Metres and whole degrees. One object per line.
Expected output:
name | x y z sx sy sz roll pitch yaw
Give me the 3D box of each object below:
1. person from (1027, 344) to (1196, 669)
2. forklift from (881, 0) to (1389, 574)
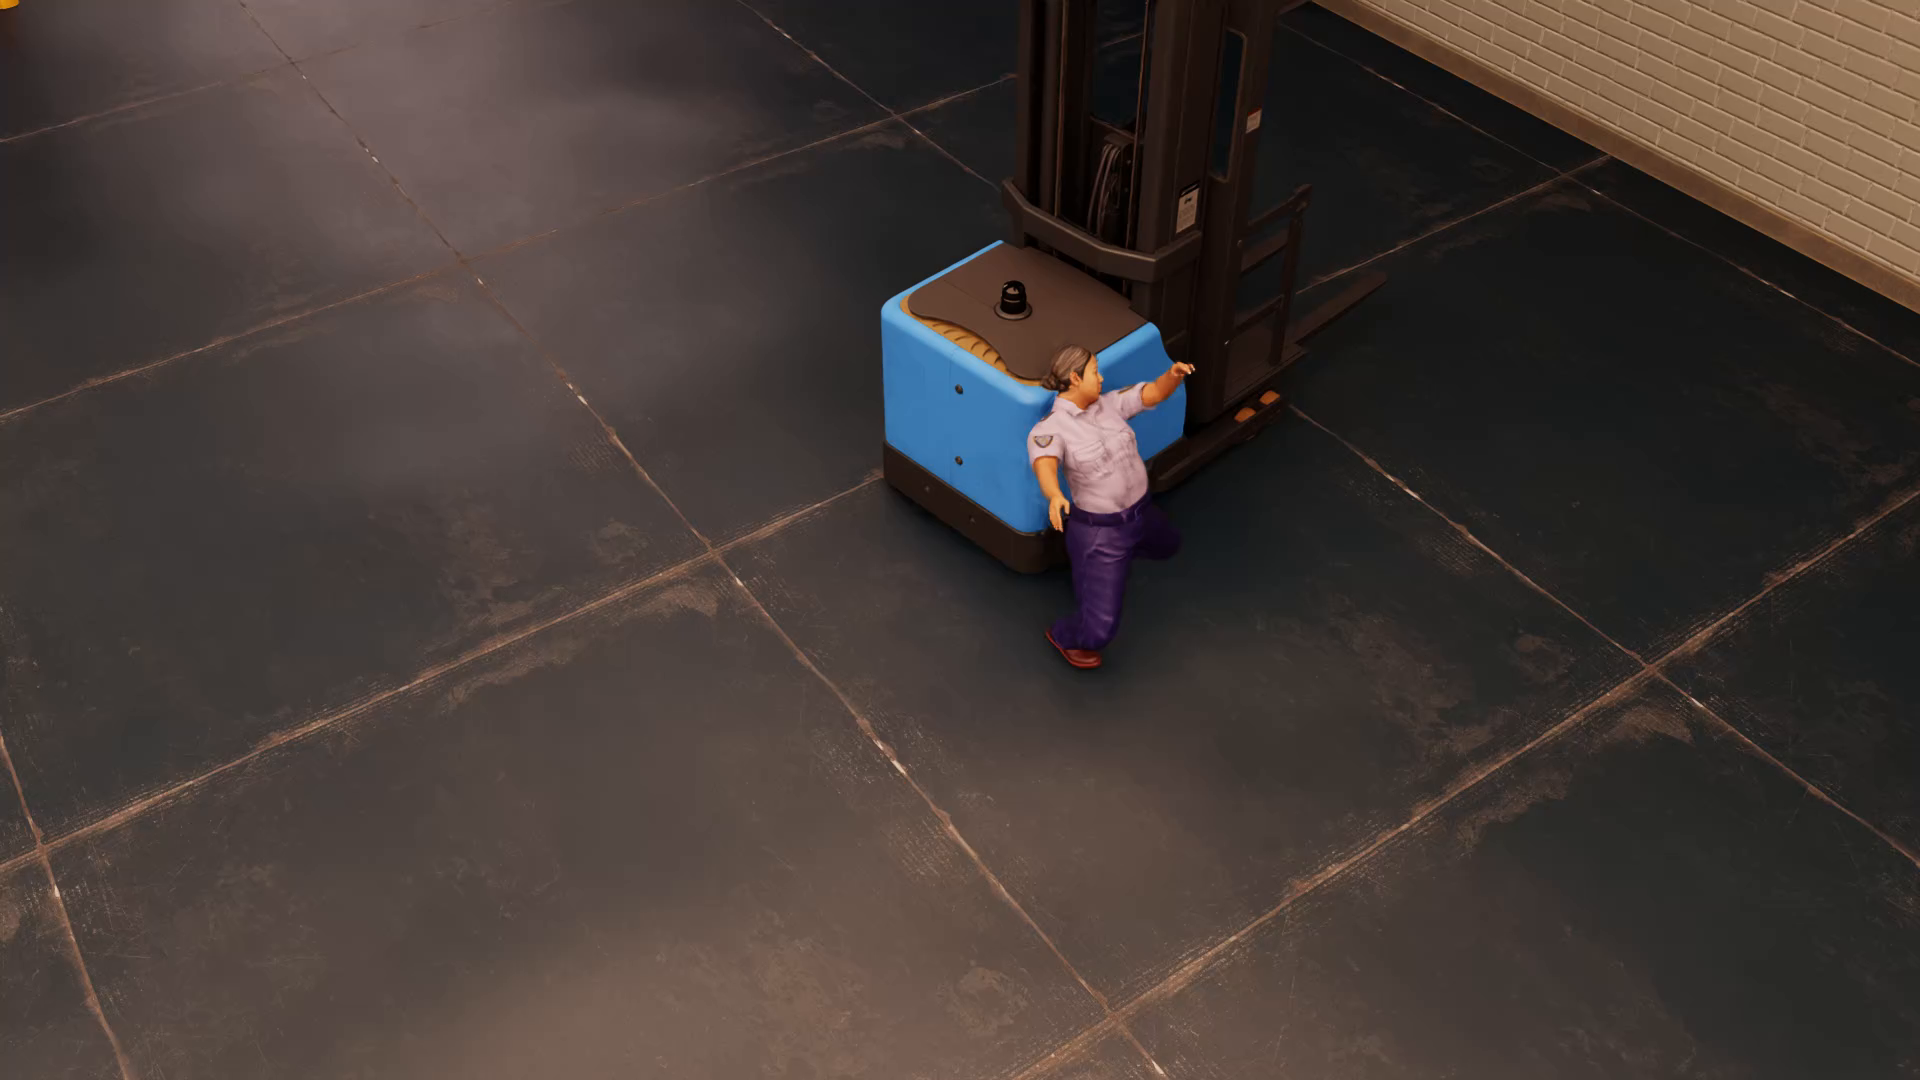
person | 0.497 -0.088 6.830 0.631 1.503 1.018 24 48 24
forklift | 1.035 -1.810 7.679 3.031 2.935 1.130 -33 52 -31
